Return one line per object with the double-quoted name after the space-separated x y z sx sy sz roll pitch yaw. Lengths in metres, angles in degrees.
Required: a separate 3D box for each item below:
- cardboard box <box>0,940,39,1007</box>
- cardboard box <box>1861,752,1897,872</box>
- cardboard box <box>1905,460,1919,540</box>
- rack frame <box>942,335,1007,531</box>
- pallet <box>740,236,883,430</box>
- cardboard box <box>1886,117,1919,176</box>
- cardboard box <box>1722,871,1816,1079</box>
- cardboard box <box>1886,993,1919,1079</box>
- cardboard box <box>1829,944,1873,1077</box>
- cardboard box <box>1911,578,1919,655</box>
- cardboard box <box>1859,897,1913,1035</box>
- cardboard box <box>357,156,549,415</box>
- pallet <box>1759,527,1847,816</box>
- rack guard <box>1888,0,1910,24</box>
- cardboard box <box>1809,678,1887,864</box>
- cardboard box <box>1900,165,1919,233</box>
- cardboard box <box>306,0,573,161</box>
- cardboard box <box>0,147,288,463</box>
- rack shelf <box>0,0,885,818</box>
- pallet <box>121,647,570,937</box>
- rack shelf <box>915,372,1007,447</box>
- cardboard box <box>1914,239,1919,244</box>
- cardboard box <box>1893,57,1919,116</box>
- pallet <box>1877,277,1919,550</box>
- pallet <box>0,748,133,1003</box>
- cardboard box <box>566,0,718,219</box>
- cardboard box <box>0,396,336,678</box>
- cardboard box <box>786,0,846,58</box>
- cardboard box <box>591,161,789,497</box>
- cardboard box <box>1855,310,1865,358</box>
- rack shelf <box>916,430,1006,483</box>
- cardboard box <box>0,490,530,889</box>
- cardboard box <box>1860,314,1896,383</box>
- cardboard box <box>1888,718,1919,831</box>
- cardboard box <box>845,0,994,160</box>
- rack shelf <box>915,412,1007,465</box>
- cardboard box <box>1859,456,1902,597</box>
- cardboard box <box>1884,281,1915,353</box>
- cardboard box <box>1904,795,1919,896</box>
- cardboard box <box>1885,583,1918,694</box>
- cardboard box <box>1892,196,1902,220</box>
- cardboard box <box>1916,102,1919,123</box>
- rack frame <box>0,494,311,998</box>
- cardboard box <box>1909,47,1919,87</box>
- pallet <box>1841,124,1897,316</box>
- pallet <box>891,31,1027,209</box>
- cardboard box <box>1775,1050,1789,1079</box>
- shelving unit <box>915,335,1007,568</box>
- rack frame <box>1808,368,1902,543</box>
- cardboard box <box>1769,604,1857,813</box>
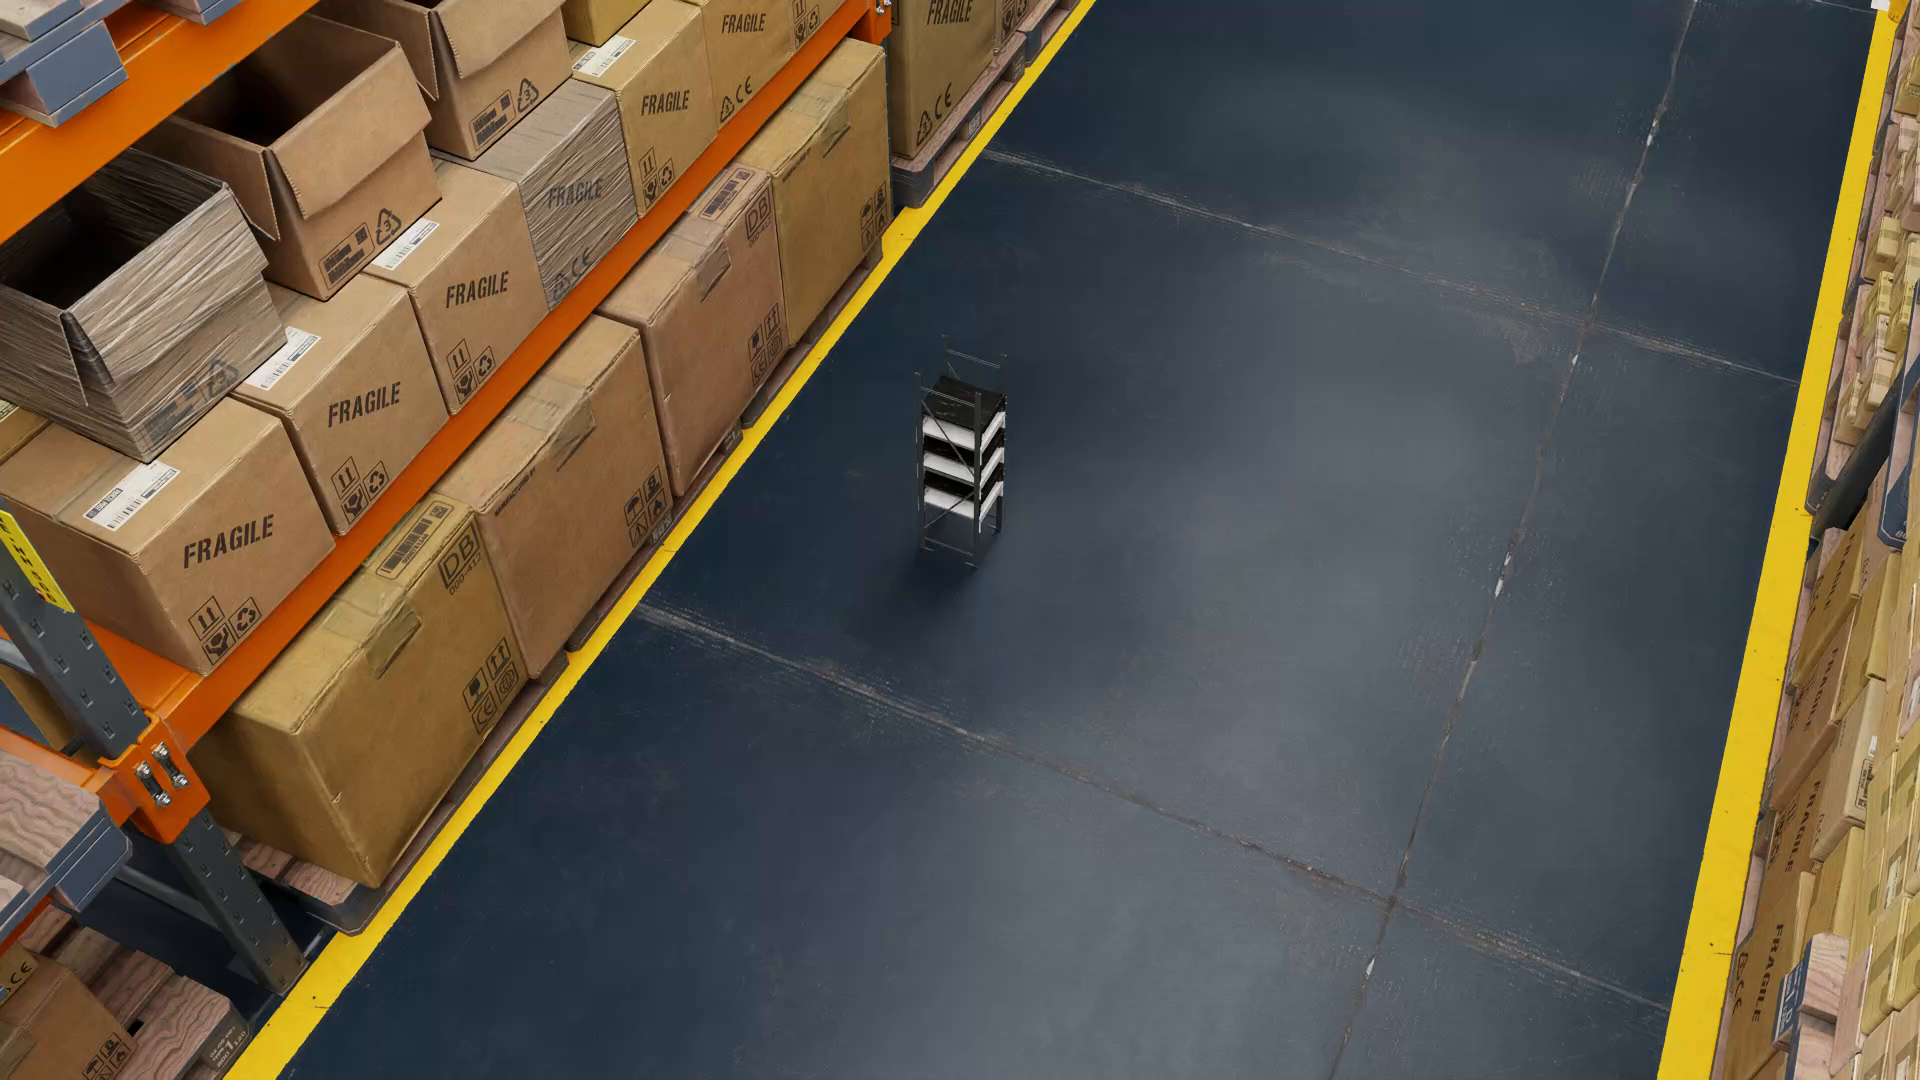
-2.742 1.114 4.193 0.500 0.250 0.500 22 53 18 "cardboard box"
2.195 0.654 3.613 0.380 0.149 0.250 18 52 15 "cardboard box"
2.644 -0.074 4.233 0.380 0.149 0.250 18 52 15 "cardboard box"
0.047 -0.367 5.972 0.240 0.900 0.006 20 52 16 "rack frame"
-1.035 -1.077 7.028 1.003 0.211 1.213 20 52 16 "pallet"
4.310 -1.692 7.317 0.380 0.149 0.250 17 52 14 "cardboard box"
2.440 1.312 4.530 0.500 0.500 0.500 18 52 14 "cardboard box"
1.863 0.995 2.932 0.380 0.149 0.250 19 52 16 "cardboard box"
1.971 1.010 3.310 0.380 0.149 0.250 21 53 17 "cardboard box"
2.417 0.195 3.808 0.380 0.149 0.250 19 52 15 "cardboard box"
1.981 0.896 3.212 0.380 0.149 0.250 21 53 17 "cardboard box"
-1.595 -0.770 4.870 0.500 0.500 0.500 19 52 15 "cardboard box"
3.337 0.587 5.612 1.003 0.211 1.213 20 52 16 "pallet"
5.344 -2.745 8.257 1.175 0.500 0.348 20 52 16 "rack guard"
2.666 0.718 4.542 0.500 0.250 0.500 22 53 17 "cardboard box"
3.971 -1.320 6.609 0.380 0.149 0.250 17 52 14 "cardboard box"
-1.594 -1.549 4.874 0.797 0.503 0.637 21 53 17 "cardboard box"
-2.155 -0.637 4.099 0.797 0.503 0.637 21 53 17 "cardboard box"
-1.628 -0.926 5.541 1.077 0.370 4.000 20 52 16 "rack shelf"
-2.077 0.603 5.598 1.003 0.211 1.213 20 52 16 "pallet"
0.003 -0.451 5.732 0.258 0.077 0.200 20 52 16 "rack shelf"
3.914 -1.003 6.535 0.380 0.149 0.250 20 53 16 "cardboard box"
4.517 -2.042 7.614 0.380 0.149 0.250 20 53 17 "cardboard box"
3.210 -0.312 4.672 1.003 0.211 1.213 20 52 16 "pallet"
-2.691 0.806 3.721 1.213 0.211 1.003 20 52 16 "pallet"
-1.161 -1.457 5.455 0.500 0.500 0.500 19 52 16 "cardboard box"
-2.029 -0.060 4.266 0.500 0.500 0.500 21 53 17 "cardboard box"
-0.726 -2.158 6.051 0.500 0.500 0.500 20 52 16 "cardboard box"
-1.410 -0.921 6.183 1.225 0.875 0.875 18 52 15 "cardboard box"
3.768 -0.801 6.558 0.380 0.149 0.250 18 52 15 "cardboard box"
0.003 -0.334 5.869 0.258 0.077 0.200 20 52 16 "rack shelf"
-2.169 0.302 5.143 1.225 0.875 0.875 18 52 14 "cardboard box"
3.619 -0.672 6.253 0.380 0.149 0.250 18 52 14 "cardboard box"
2.197 0.553 3.504 0.380 0.149 0.250 19 52 16 "cardboard box"
-0.419 -2.412 7.452 0.875 0.875 0.875 20 52 16 "cardboard box"
0.003 -0.392 5.800 0.258 0.077 0.200 20 52 16 "rack shelf"
3.113 0.001 5.153 0.500 0.250 0.500 18 52 15 "cardboard box"
3.658 -0.776 6.147 0.380 0.149 0.250 20 53 17 "cardboard box"
2.086 0.630 3.243 0.380 0.149 0.250 21 53 17 "cardboard box"
2.420 0.287 3.925 0.380 0.149 0.250 18 52 14 "cardboard box"
4.142 -1.316 6.997 0.380 0.149 0.250 21 53 17 "cardboard box"
4.301 -1.849 7.060 0.380 0.149 0.250 21 53 17 "cardboard box"
-2.482 0.218 4.095 1.000 3.000 0.127 20 52 16 "rack frame"
4.520 -2.130 7.493 0.380 0.149 0.250 21 53 17 "cardboard box"
4.443 -1.266 7.189 1.003 0.211 1.213 20 52 16 "pallet"
-0.378 -2.131 7.924 1.003 0.211 1.213 20 52 16 "pallet"
2.220 1.425 3.941 0.500 0.250 0.500 20 53 17 "cardboard box"
0.003 -0.297 5.912 0.258 0.900 0.210 20 52 16 "shelving unit"
3.668 -0.853 5.006 1.000 3.000 0.127 20 52 16 "rack frame"
2.888 0.609 5.128 0.500 0.500 0.500 22 53 18 "cardboard box"
